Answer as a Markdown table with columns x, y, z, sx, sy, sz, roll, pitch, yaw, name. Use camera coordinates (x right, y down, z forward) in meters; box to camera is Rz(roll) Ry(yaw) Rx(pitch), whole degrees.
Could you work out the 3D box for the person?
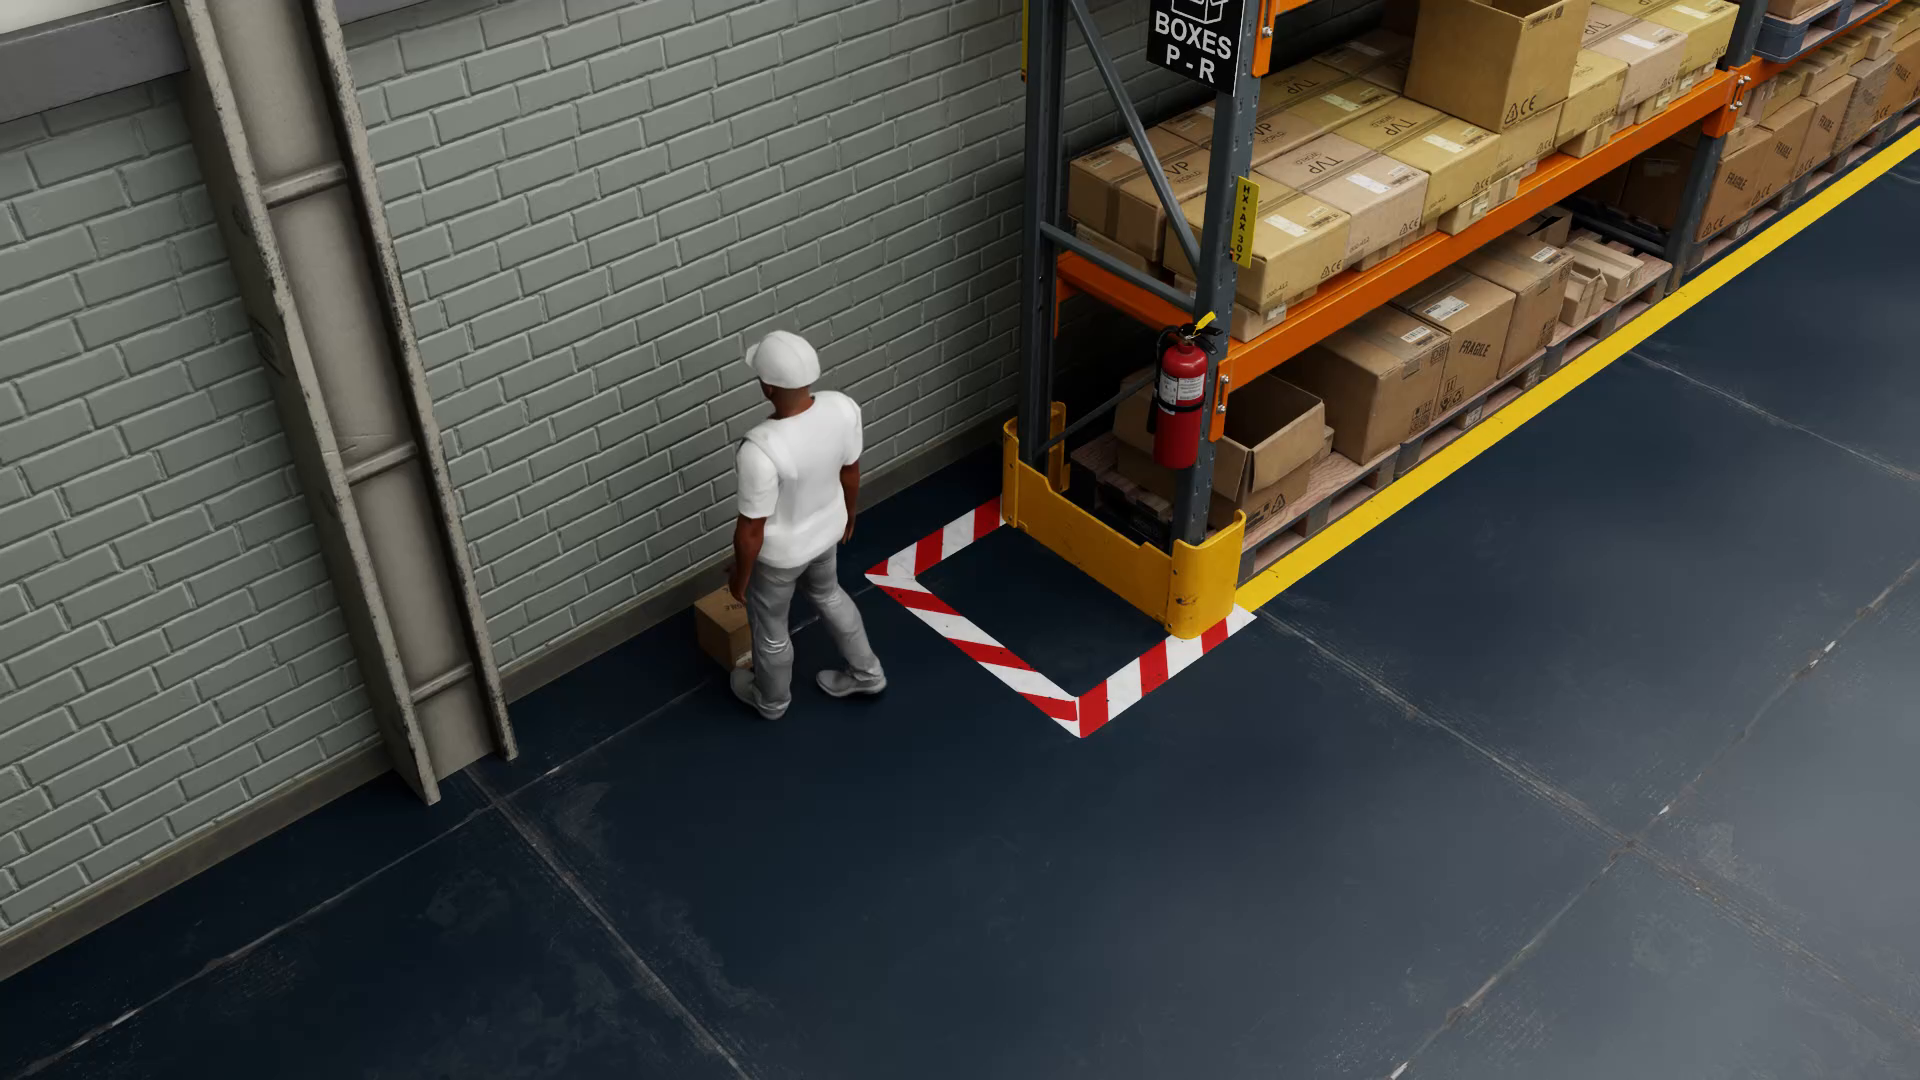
| x | y | z | sx | sy | sz | roll | pitch | yaw | name |
| --- | --- | --- | --- | --- | --- | --- | --- | --- | --- |
| -0.655 | -0.037 | 6.177 | 0.549 | 1.768 | 0.590 | 30 | 48 | 31 | person |
